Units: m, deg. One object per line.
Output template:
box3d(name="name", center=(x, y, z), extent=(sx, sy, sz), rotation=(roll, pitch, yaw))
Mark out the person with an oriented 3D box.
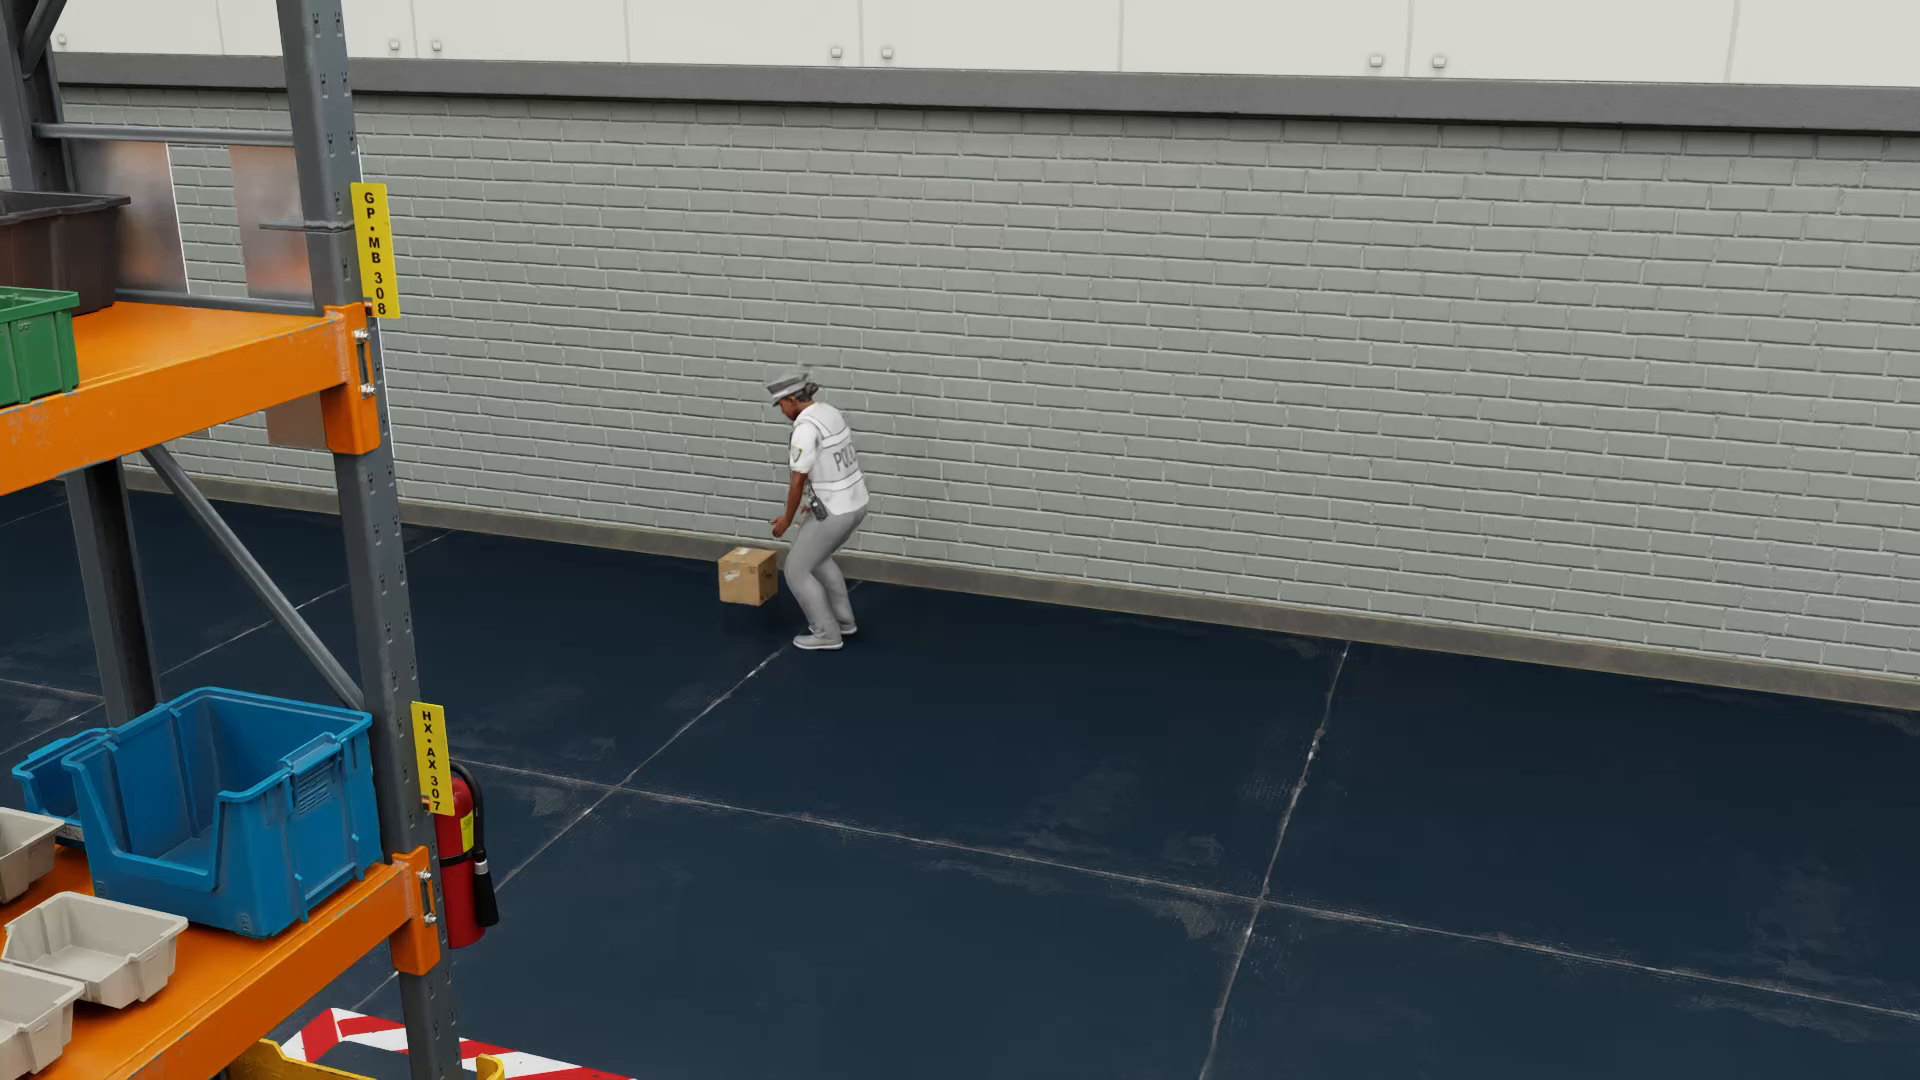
box3d(name="person", center=(-0.795, -0.158, 9.204), extent=(0.541, 1.563, 0.476), rotation=(7, 20, 19))
